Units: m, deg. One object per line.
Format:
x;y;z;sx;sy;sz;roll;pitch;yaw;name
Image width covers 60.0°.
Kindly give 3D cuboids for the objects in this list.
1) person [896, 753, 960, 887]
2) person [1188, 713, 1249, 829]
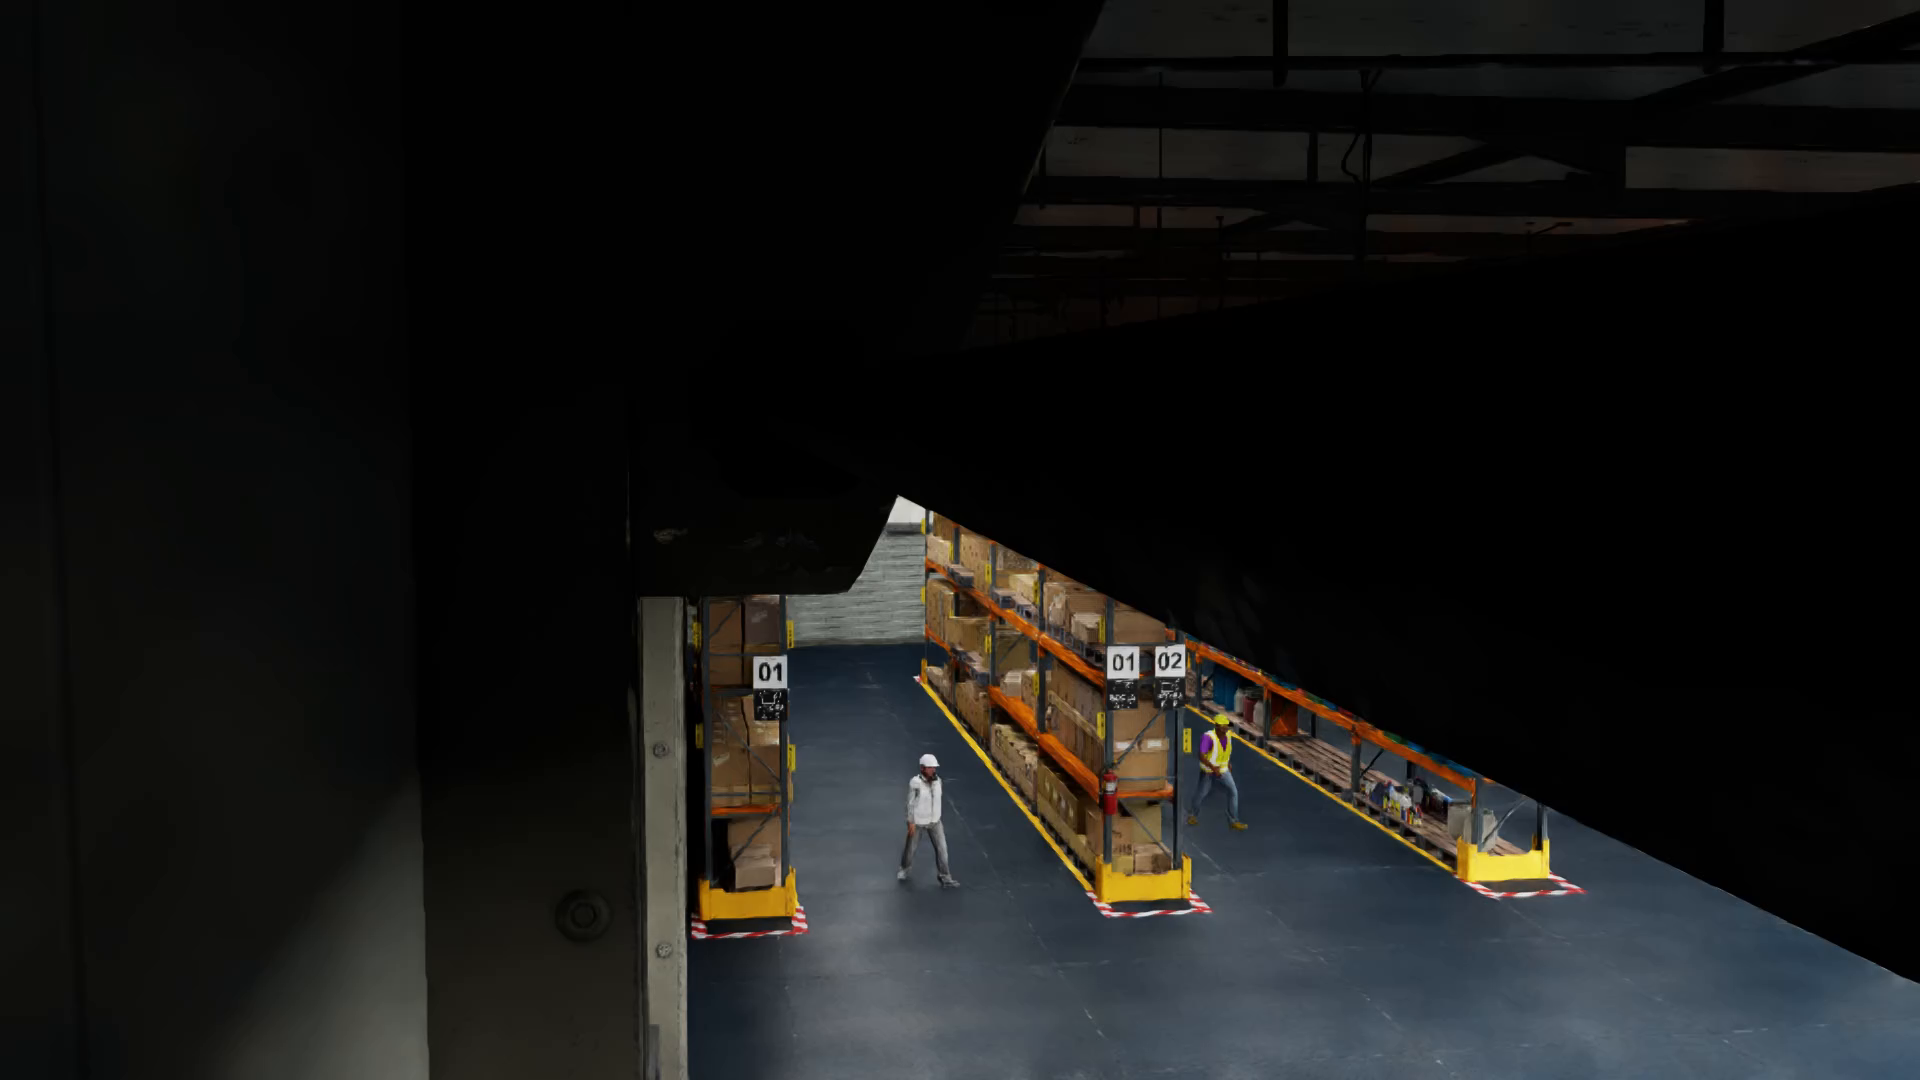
-0.446;3.594;21.418;0.577;1.734;0.954;-3;6;-32;person
3.712;3.346;24.235;0.700;1.705;0.840;-2;6;-26;person
